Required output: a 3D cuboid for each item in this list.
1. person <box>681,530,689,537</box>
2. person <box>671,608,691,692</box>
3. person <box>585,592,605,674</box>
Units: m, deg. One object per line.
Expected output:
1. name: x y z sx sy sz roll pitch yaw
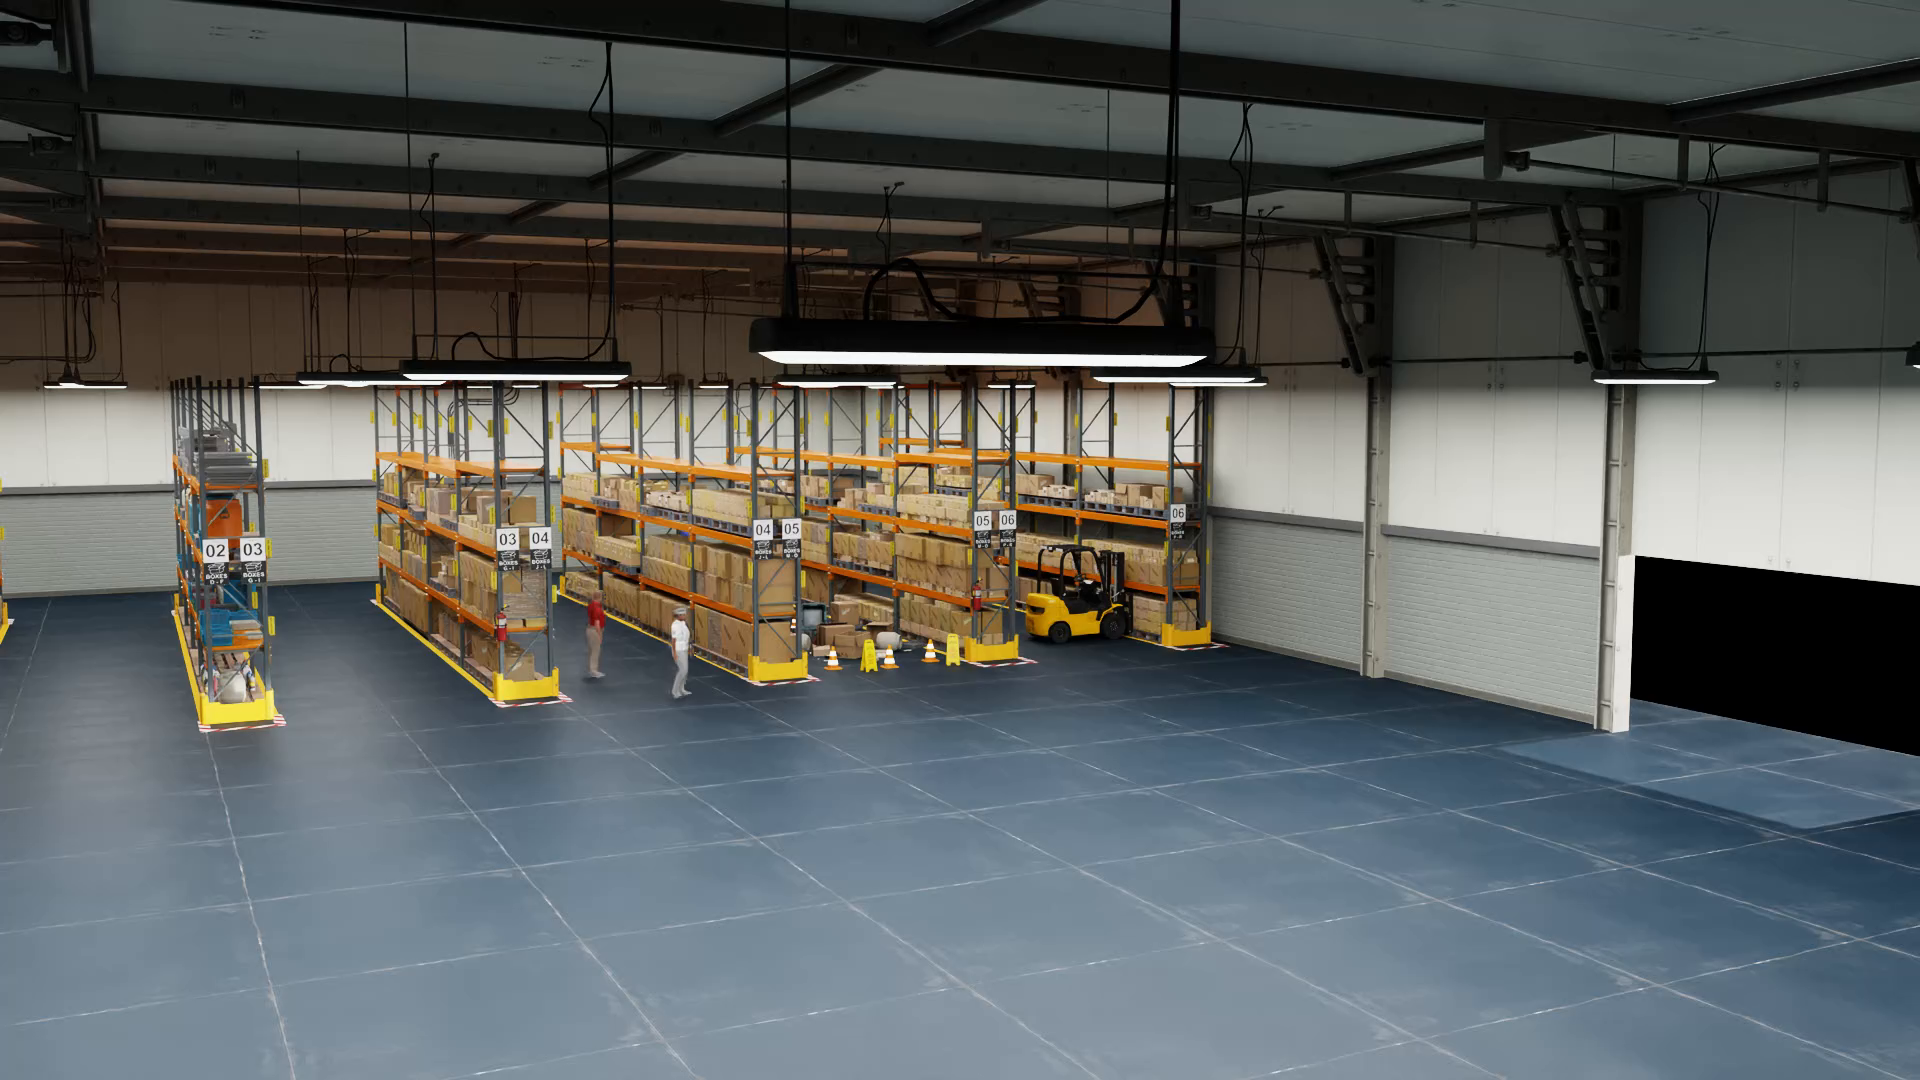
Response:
1. person: -8.700 0.162 52.816 0.529 1.561 0.627 -2 5 -18
2. person: -5.259 2.071 31.349 0.366 1.605 0.449 1 5 9
3. person: -7.326 1.858 33.403 0.378 1.658 0.562 -1 5 -16
